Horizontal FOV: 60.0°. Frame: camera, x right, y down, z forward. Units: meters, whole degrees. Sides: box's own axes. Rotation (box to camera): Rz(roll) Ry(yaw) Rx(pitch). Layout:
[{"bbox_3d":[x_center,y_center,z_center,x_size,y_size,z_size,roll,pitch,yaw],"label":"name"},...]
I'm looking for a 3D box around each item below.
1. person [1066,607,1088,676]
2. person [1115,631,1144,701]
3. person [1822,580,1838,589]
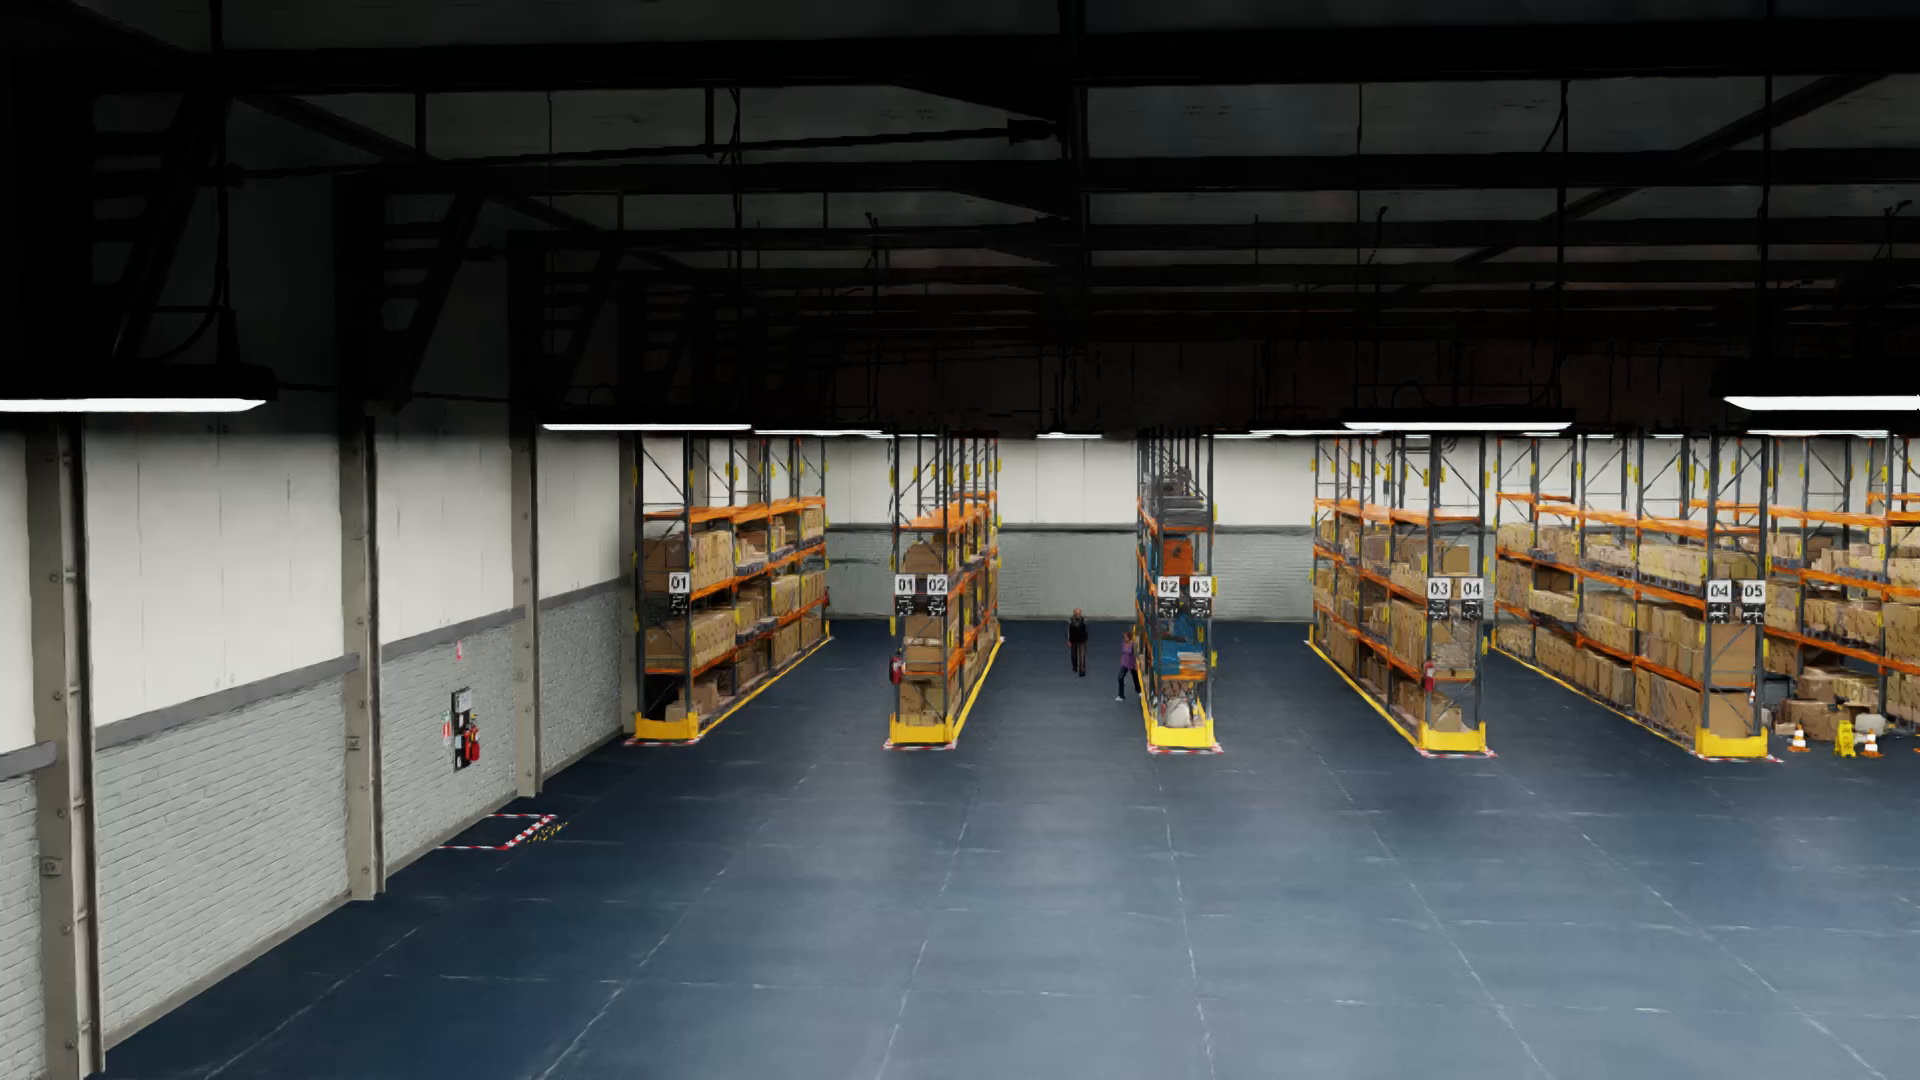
[{"bbox_3d":[2.849,2.455,40.506,0.543,1.648,1.115,0,3,7],"label":"person"},{"bbox_3d":[3.743,2.750,36.595,0.458,1.531,0.877,2,4,27],"label":"person"},{"bbox_3d":[25.836,1.930,49.305,0.456,1.655,0.618,-2,4,-35],"label":"person"}]
